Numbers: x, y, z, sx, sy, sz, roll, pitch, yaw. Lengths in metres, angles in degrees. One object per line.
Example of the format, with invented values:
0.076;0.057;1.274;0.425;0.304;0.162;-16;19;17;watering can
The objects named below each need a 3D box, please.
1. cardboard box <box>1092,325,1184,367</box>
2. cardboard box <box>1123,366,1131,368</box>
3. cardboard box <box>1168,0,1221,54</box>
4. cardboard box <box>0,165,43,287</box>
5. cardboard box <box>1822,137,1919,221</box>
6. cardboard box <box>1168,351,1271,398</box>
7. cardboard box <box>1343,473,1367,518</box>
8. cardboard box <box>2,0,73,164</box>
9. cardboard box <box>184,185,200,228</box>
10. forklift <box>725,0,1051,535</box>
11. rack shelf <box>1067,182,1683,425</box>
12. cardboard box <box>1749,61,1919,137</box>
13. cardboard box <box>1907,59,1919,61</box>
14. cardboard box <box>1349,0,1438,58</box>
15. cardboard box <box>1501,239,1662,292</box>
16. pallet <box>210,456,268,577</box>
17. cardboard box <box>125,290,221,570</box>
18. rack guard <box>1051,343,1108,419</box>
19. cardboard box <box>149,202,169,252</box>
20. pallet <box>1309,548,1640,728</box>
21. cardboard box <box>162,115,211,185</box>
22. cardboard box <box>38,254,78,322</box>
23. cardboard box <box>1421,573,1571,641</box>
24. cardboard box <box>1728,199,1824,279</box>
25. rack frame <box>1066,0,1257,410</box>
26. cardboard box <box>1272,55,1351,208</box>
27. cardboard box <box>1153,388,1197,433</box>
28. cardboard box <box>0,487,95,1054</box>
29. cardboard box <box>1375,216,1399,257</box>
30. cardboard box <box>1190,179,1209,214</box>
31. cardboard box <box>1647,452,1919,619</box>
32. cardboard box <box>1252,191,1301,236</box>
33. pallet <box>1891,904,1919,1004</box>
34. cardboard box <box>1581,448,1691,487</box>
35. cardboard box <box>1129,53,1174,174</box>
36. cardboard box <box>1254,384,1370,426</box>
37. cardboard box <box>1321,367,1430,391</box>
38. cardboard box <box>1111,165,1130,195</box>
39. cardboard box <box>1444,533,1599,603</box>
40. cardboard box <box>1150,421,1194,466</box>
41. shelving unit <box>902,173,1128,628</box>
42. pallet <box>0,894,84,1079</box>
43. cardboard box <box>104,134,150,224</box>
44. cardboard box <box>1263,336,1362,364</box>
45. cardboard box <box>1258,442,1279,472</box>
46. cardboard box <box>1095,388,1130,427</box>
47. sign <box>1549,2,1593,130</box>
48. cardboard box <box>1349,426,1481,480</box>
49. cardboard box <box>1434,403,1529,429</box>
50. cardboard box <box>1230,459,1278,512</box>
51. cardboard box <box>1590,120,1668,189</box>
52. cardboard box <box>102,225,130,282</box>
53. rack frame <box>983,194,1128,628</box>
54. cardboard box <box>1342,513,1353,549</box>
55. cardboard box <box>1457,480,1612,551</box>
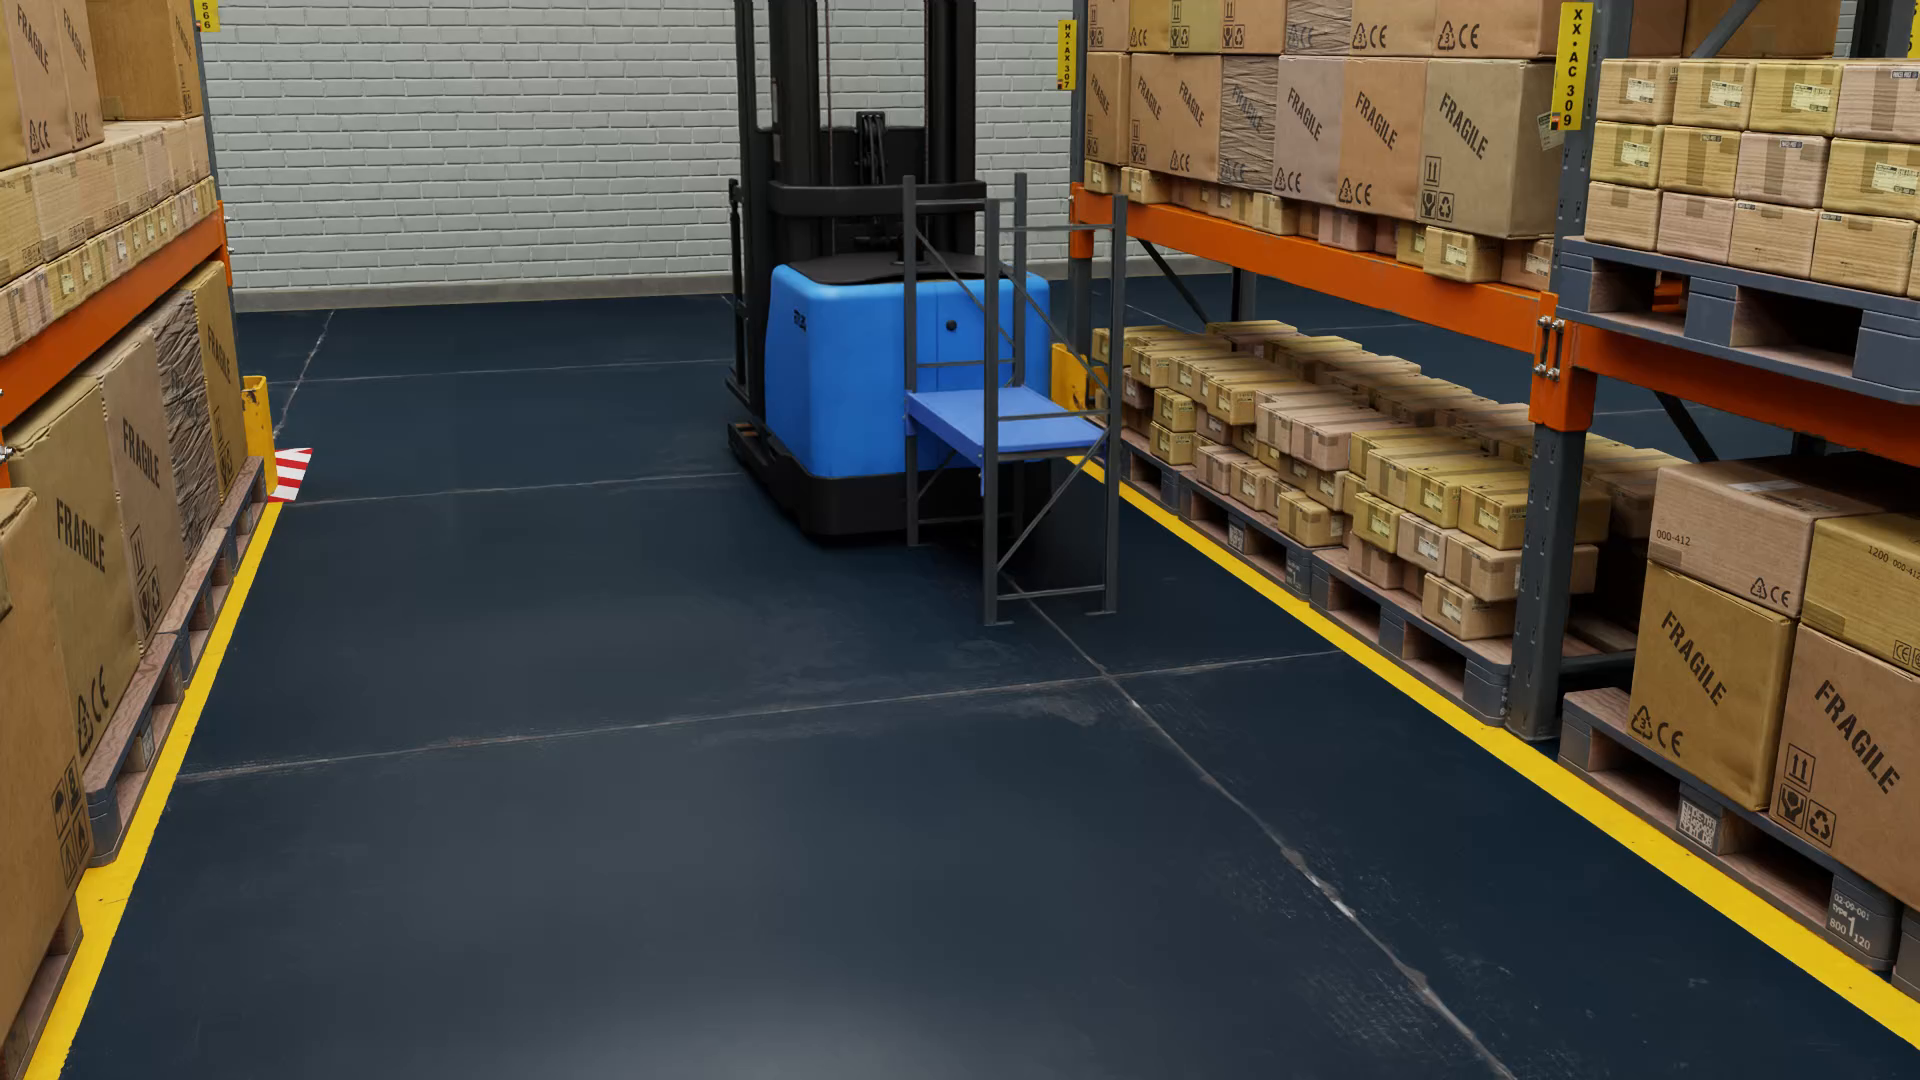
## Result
0.863;-0.941;8.064;0.380;0.149;0.250;-6;18;-18;cardboard box
0.943;-0.806;8.128;0.380;0.149;0.250;-4;17;-13;cardboard box
1.180;-2.232;6.739;0.500;0.500;0.500;-5;17;-16;cardboard box
-2.529;-0.743;3.956;0.500;0.250;0.500;-5;17;-16;cardboard box
2.028;-0.749;3.422;0.380;0.149;0.250;-5;18;-18;cardboard box
1.149;-0.733;7.369;0.380;0.149;0.250;-6;18;-18;cardboard box
1.602;-0.150;5.946;0.380;0.149;0.250;-5;17;-15;cardboard box
-2.665;-1.241;4.310;0.500;0.500;0.500;-5;17;-15;cardboard box
-3.195;-1.294;6.482;0.380;0.149;0.250;-5;17;-15;cardboard box
-0.538;-1.806;7.868;1.130;2.935;3.031;-5;17;-17;forklift
1.596;-1.095;6.633;1.077;0.370;4.000;-5;17;-15;rack shelf
1.962;-0.959;3.603;0.380;0.149;0.250;-5;17;-15;cardboard box
2.518;-1.082;4.013;0.380;0.149;0.250;-5;17;-17;cardboard box
1.609;-1.807;5.323;0.500;0.500;0.500;-5;18;-17;cardboard box
1.842;-0.826;4.926;0.380;0.149;0.250;-5;17;-16;cardboard box
-3.456;-0.078;6.845;1.003;0.211;1.213;-5;17;-15;pallet
-3.248;-0.390;5.998;0.875;0.875;0.875;-5;17;-15;cardboard box
1.067;-0.774;8.661;1.175;0.500;0.348;-5;17;-15;rack guard
-2.982;-1.082;5.775;0.380;0.149;0.250;-5;17;-15;cardboard box
1.927;0.266;5.698;1.003;0.211;1.213;-5;17;-15;pallet
-3.362;-1.586;6.761;0.500;0.250;0.500;-5;17;-16;cardboard box
-2.558;-0.655;4.356;0.380;0.149;0.250;-4;17;-13;cardboard box
1.710;0.197;5.309;0.380;0.149;0.250;-4;17;-15;cardboard box
1.958;-0.676;3.695;0.380;0.149;0.250;-5;17;-15;cardboard box
1.046;-1.993;8.371;1.000;3.000;0.127;-5;17;-15;rack frame
1.464;-1.469;5.939;0.500;0.500;0.500;-5;17;-16;cardboard box
1.083;-0.585;7.394;0.380;0.149;0.250;-4;17;-14;cardboard box
-2.456;0.470;3.137;1.225;0.875;0.875;-5;17;-15;cardboard box
1.645;-1.044;5.651;0.380;0.149;0.250;-5;17;-17;cardboard box
1.206;-1.473;7.079;0.380;0.149;0.250;-5;17;-16;cardboard box
2.094;-0.024;4.129;0.500;0.250;0.500;-5;18;-18;cardboard box
1.343;-1.253;6.346;0.380;0.149;0.250;-4;17;-14;cardboard box
2.699;1.003;3.247;1.003;0.211;1.213;-5;17;-15;pallet
2.231;-0.199;5.593;0.380;0.149;0.250;-4;17;-13;cardboard box
1.075;-1.891;7.342;0.500;0.500;0.500;-5;17;-15;cardboard box
1.405;-0.517;6.651;0.380;0.149;0.250;-5;17;-15;cardboard box
1.746;-0.623;7.004;0.380;0.149;0.250;-5;18;-17;cardboard box
0.930;-1.690;7.800;0.380;0.149;0.250;-4;17;-13;cardboard box
1.753;0.074;5.201;0.380;0.149;0.250;-4;17;-14;cardboard box
1.073;-0.445;7.444;0.380;0.149;0.250;-4;17;-15;cardboard box
0.173;-0.569;6.240;0.538;1.500;1.048;-5;17;-17;shelving unit
-2.367;1.021;3.186;1.003;0.211;1.213;-5;17;-15;pallet
-2.936;-1.161;5.347;0.500;0.250;0.500;-5;17;-15;cardboard box
1.642;-0.851;7.763;0.380;0.149;0.250;-5;17;-16;cardboard box
1.426;-0.372;6.685;0.380;0.149;0.250;-4;17;-13;cardboard box
0.882;-0.658;8.154;0.380;0.149;0.250;-4;17;-14;cardboard box
1.626;-1.256;4.414;0.100;0.325;0.005;-5;17;-15;sign
1.617;-0.298;5.923;0.380;0.149;0.250;-4;17;-13;cardboard box
2.029;-0.413;6.303;0.380;0.149;0.250;-4;17;-14;cardboard box
1.320;-0.231;6.734;0.380;0.149;0.250;-5;17;-15;cardboard box
1.811;-0.964;4.137;0.380;0.149;0.250;-4;17;-14;cardboard box
-2.770;-0.868;5.065;0.380;0.149;0.250;-4;17;-15;cardboard box
0.324;-0.430;5.776;0.500;1.500;0.032;-5;17;-17;rack frame
1.629;-0.032;6.071;0.380;0.149;0.250;-5;17;-17;cardboard box
1.797;-0.085;5.211;0.380;0.149;0.250;-4;17;-14;cardboard box
